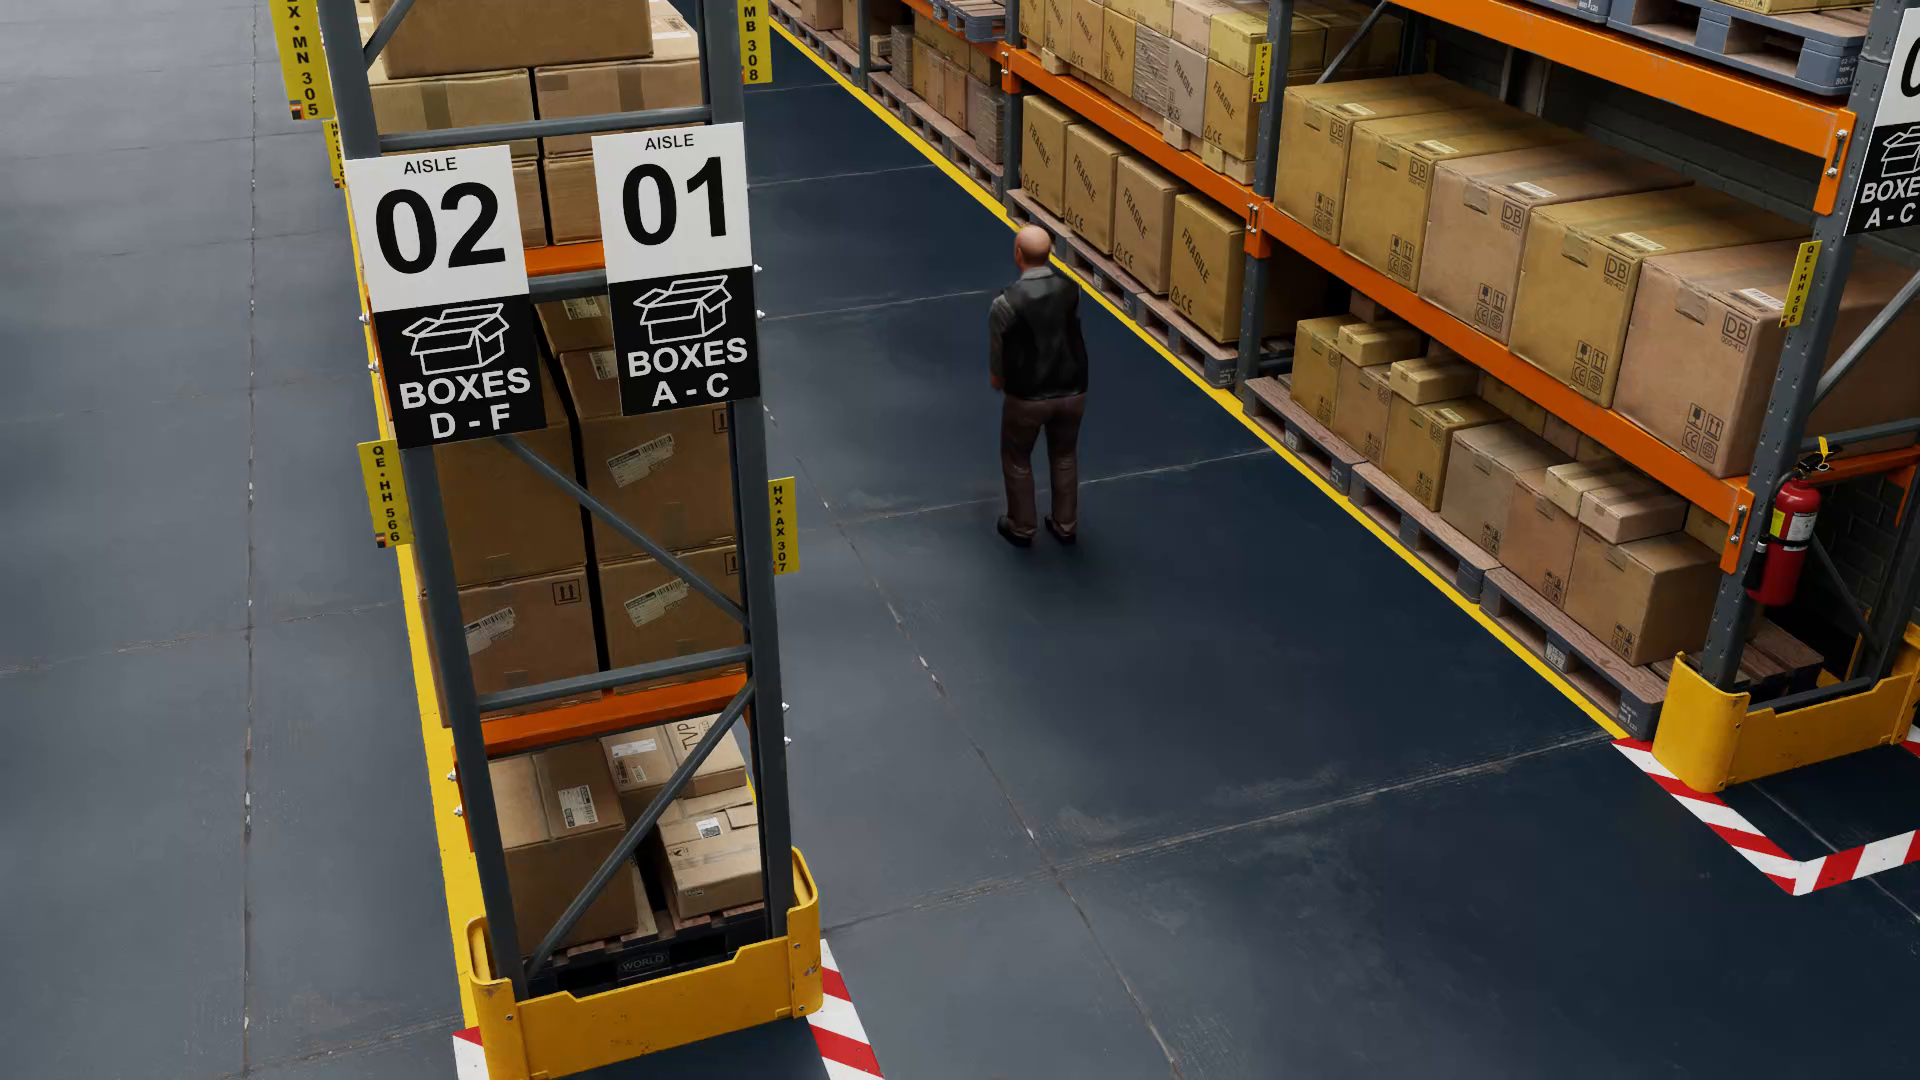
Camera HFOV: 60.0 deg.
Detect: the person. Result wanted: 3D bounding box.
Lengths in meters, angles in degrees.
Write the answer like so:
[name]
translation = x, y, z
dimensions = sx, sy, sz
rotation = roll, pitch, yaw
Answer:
[person]
translation = 0.375, -0.742, 8.581
dimensions = 0.486, 1.604, 0.560
rotation = -11, 31, -18
